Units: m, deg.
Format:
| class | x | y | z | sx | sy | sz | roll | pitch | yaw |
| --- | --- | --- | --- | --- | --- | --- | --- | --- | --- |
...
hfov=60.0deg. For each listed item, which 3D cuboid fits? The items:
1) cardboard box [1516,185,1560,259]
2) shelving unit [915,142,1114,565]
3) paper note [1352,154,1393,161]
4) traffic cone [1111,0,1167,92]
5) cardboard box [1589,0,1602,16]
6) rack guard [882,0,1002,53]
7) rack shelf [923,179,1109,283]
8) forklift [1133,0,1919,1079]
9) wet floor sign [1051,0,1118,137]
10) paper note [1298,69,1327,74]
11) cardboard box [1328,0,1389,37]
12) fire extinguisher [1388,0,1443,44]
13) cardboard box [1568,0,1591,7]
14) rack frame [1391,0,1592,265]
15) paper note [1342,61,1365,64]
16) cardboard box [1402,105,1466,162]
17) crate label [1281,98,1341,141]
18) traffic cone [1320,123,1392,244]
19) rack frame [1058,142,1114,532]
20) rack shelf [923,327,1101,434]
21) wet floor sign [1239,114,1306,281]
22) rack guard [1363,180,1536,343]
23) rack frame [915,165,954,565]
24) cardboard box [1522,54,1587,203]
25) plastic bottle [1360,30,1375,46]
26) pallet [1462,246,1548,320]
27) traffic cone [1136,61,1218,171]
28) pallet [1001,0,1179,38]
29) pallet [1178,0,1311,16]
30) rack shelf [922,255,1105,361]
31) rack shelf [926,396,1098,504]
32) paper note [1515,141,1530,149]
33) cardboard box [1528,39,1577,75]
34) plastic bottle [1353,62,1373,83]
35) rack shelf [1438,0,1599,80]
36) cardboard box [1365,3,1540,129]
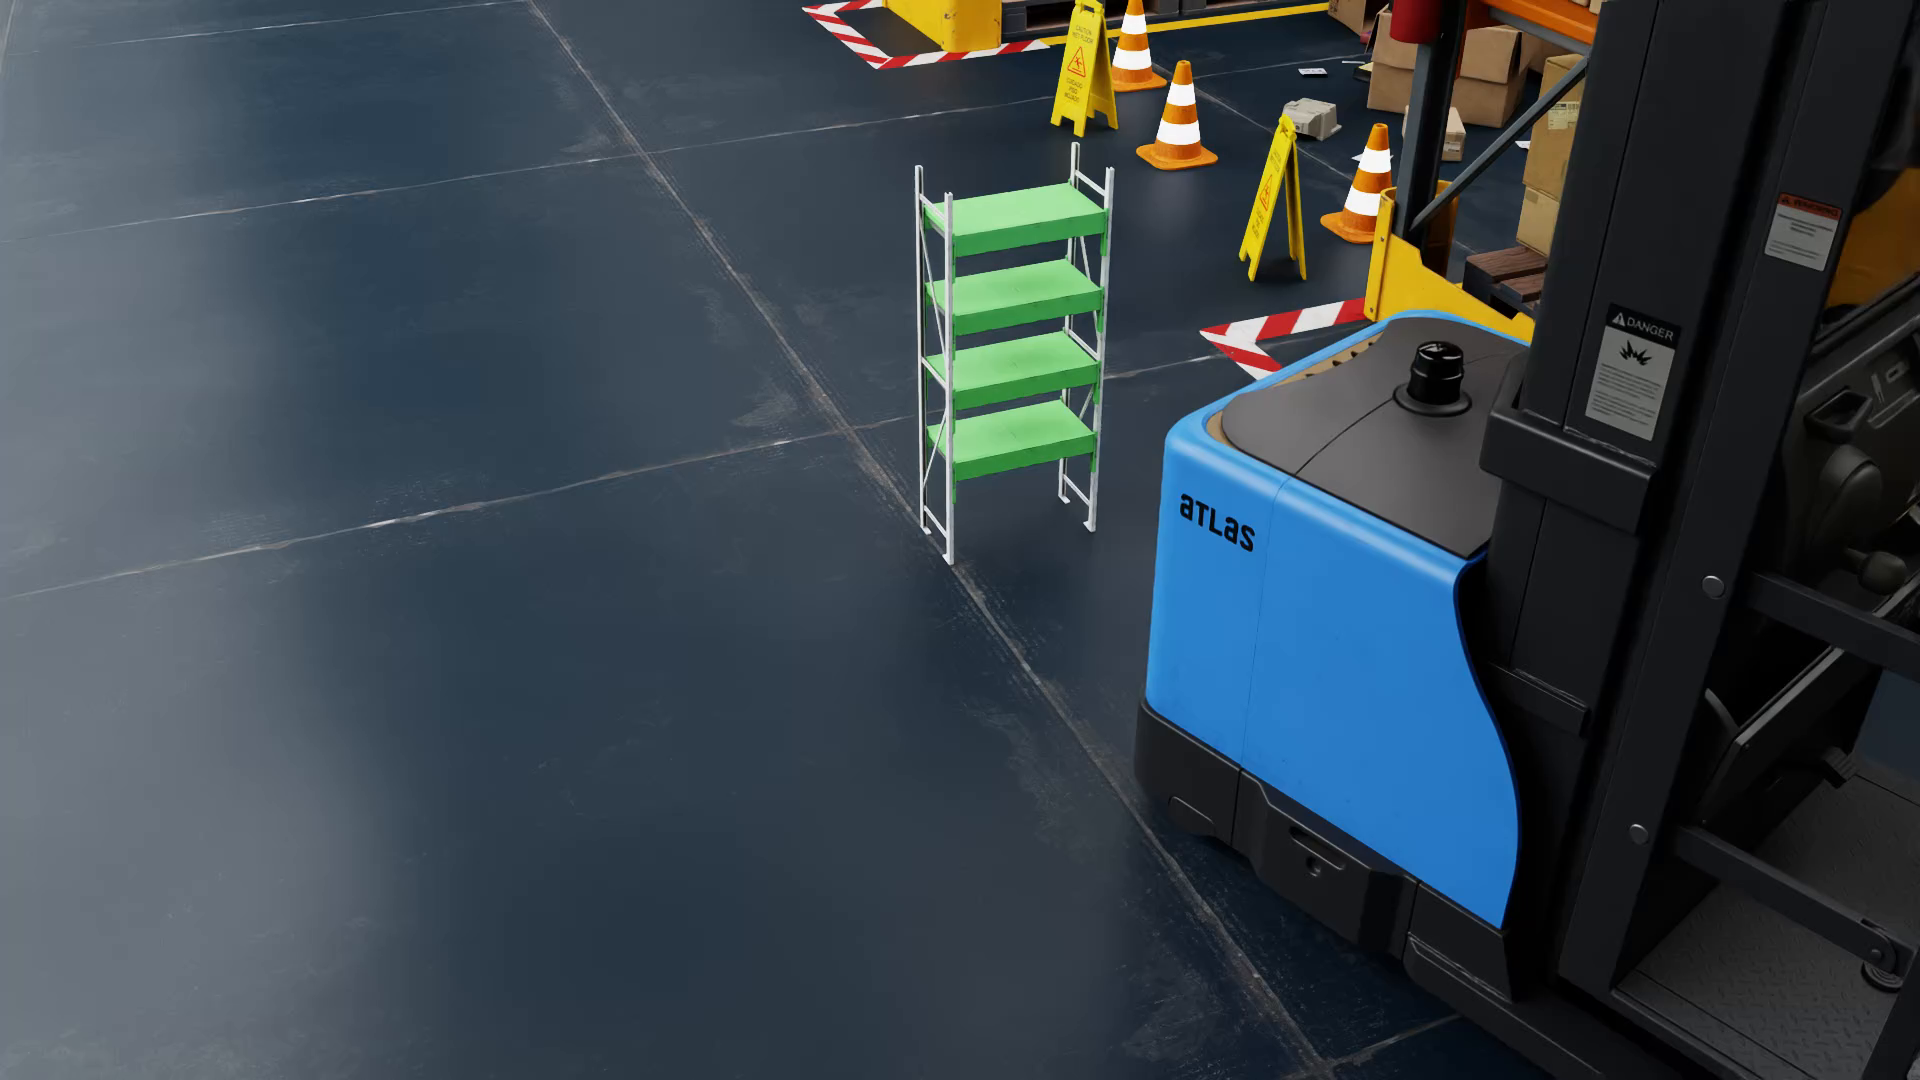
| class | x | y | z | sx | sy | sz | roll | pitch | yaw |
| --- | --- | --- | --- | --- | --- | --- | --- | --- | --- |
| cardboard box | 2.569 | -1.242 | 6.544 | 0.500 | 0.250 | 0.500 | -13 | 35 | -19 |
| shelving unit | 0.153 | -0.538 | 4.977 | 0.503 | 1.200 | 0.258 | -13 | 35 | -19 |
| paper note | 2.007 | -1.863 | 8.086 | 0.142 | 0.019 | 0.148 | -27 | 42 | -35 |
| traffic cone | 0.936 | -2.710 | 8.990 | 0.334 | 0.463 | 0.336 | -13 | 35 | -19 |
| cardboard box | 2.299 | -1.770 | 5.450 | 0.250 | 0.149 | 0.380 | -13 | 35 | -19 |
| rack guard | -0.126 | -3.322 | 9.898 | 0.348 | 0.500 | 1.175 | -13 | 35 | -19 |
| rack shelf | 0.153 | -0.887 | 4.750 | 0.480 | 0.148 | 0.258 | -13 | 35 | -19 |
| forklift | 1.801 | -0.164 | 2.815 | 1.130 | 2.935 | 3.031 | -26 | 41 | -34 |
| wet floor sign | 0.636 | -2.386 | 8.326 | 0.232 | 0.644 | 0.267 | -19 | 38 | -27 |
| paper note | 1.961 | -2.598 | 9.217 | 0.142 | 0.017 | 0.144 | -2 | 33 | -2 |
| cardboard box | 2.551 | -3.329 | 9.906 | 0.500 | 0.500 | 0.500 | -7 | 34 | -11 |
| fire extinguisher | 1.622 | -2.082 | 5.771 | 0.183 | 0.674 | 0.296 | -13 | 35 | -19 |
| cardboard box | 2.168 | -1.988 | 5.786 | 0.250 | 0.149 | 0.380 | -12 | 35 | -17 |
| rack frame | 1.906 | -1.907 | 5.431 | 0.127 | 3.000 | 1.000 | -13 | 35 | -19 |
| paper note | 2.221 | -2.696 | 9.384 | 0.123 | 0.001 | 0.032 | 4 | 33 | 6 |
| cardboard box | 2.332 | -2.005 | 8.195 | 0.250 | 0.149 | 0.380 | 4 | 33 | 6 |
| crate label | 1.761 | -2.130 | 8.399 | 0.250 | 0.136 | 0.298 | 23 | 39 | 30 |
| traffic cone | 1.803 | -1.583 | 7.259 | 0.334 | 0.463 | 0.336 | -13 | 35 | -19 |
| rack frame | 0.378 | -0.589 | 5.056 | 0.015 | 1.200 | 0.240 | -13 | 35 | -19 |
| rack shelf | 0.153 | -0.484 | 5.011 | 0.480 | 0.148 | 0.258 | -13 | 35 | -19 |
| wet floor sign | 1.317 | -1.418 | 6.838 | 0.232 | 0.644 | 0.267 | -2 | 33 | -2 |
| rack guard | 1.976 | -0.876 | 6.137 | 0.348 | 0.500 | 1.175 | -13 | 35 | -19 |
| rack frame | -0.072 | -0.486 | 4.897 | 0.015 | 1.200 | 0.240 | -13 | 35 | -19 |
| cardboard box | 2.544 | -1.545 | 6.323 | 0.500 | 0.500 | 0.500 | -13 | 35 | -19 |
| plastic bottle | 2.475 | -2.892 | 9.639 | 0.133 | 0.061 | 0.283 | -27 | 42 | -35 |
| pallet | 2.739 | -0.908 | 6.452 | 1.213 | 0.211 | 1.003 | -13 | 35 | -19 |
| traffic cone | 1.060 | -2.070 | 8.007 | 0.334 | 0.463 | 0.336 | -13 | 35 | -19 |
| pallet | 0.603 | -3.414 | 10.304 | 1.213 | 0.211 | 1.003 | -13 | 35 | -19 |
| pallet | 1.727 | -3.670 | 10.697 | 1.213 | 0.211 | 1.003 | -13 | 35 | -19 |
| rack shelf | 0.153 | -0.685 | 4.880 | 0.480 | 0.148 | 0.258 | -13 | 35 | -19 |
| rack shelf | 0.153 | -0.283 | 5.142 | 0.480 | 0.148 | 0.258 | -13 | 35 | -19 |
| paper note | 2.848 | -1.962 | 8.249 | 0.142 | 0.019 | 0.148 | -2 | 33 | -2 |
| cardboard box | 3.404 | -2.763 | 8.911 | 0.503 | 0.637 | 0.797 | -13 | 35 | -19 |
| plastic bottle | 2.308 | -2.595 | 9.181 | 0.283 | 0.061 | 0.133 | -27 | 42 | -35 |
| rack shelf | 3.750 | -2.028 | 6.276 | 4.000 | 0.370 | 1.077 | -13 | 35 | -19 |
| cardboard box | 2.545 | -2.505 | 8.638 | 0.797 | 0.503 | 0.637 | 16 | 36 | 23 |
